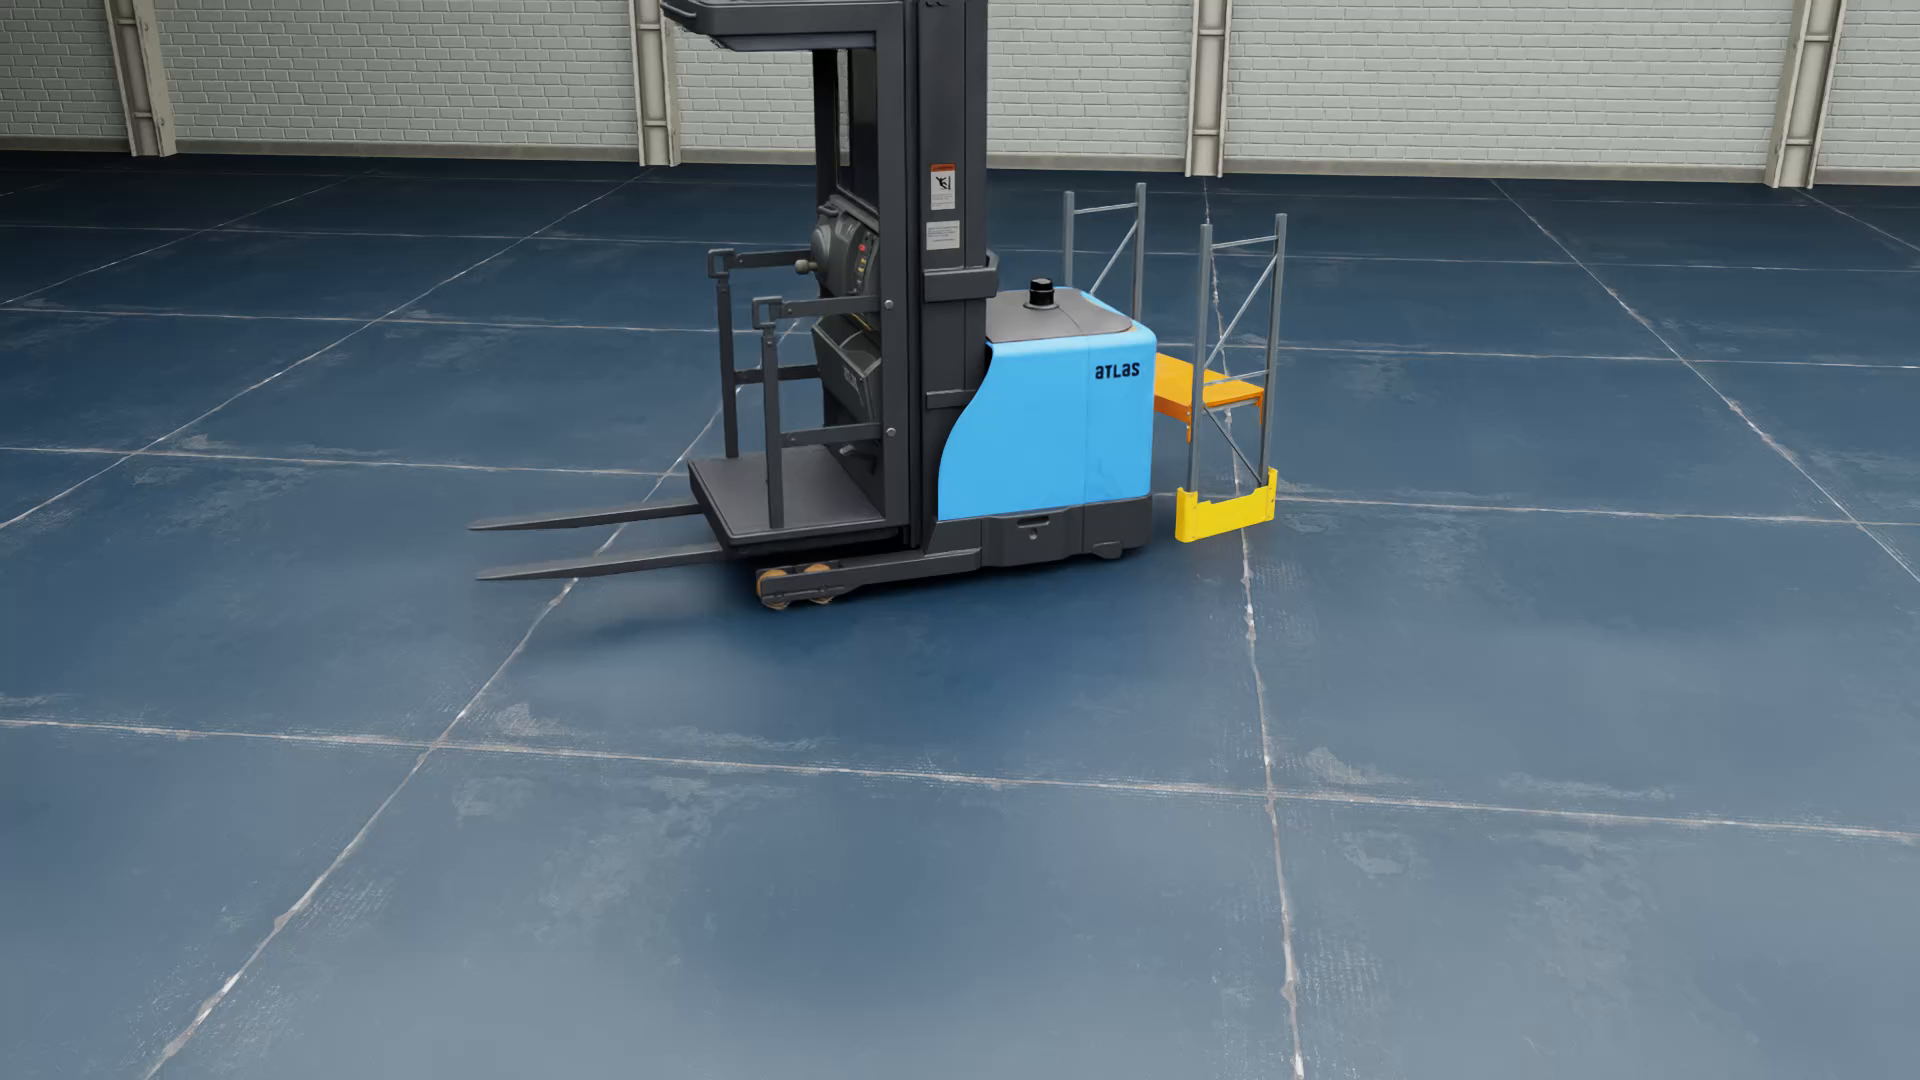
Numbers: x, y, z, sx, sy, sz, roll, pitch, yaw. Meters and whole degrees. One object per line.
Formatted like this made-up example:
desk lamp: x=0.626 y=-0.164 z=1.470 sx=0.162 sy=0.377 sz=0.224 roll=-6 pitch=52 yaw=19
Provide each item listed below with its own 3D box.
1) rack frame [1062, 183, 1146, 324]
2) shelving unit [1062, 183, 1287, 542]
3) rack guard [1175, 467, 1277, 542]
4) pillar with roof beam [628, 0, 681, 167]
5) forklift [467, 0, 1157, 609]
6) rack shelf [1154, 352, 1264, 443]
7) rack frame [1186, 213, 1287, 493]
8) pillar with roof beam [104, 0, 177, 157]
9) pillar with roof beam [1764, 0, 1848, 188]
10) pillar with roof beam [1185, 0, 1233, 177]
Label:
rack frame: x=0.729 y=-1.067 z=8.598 sx=0.500 sy=1.500 sz=0.032 roll=-14 pitch=25 yaw=-31
shelving unit: x=1.015 y=-0.908 z=8.197 sx=0.587 sy=1.500 sz=1.083 roll=-14 pitch=25 yaw=-31
rack guard: x=1.289 y=-0.174 z=8.040 sx=0.587 sy=0.250 sz=0.087 roll=-14 pitch=25 yaw=-31
pillar with roof beam: x=-3.845 y=-6.808 z=12.919 sx=0.400 sy=9.000 sz=9.100 roll=2 pitch=22 yaw=6
forklift: x=-0.685 y=-1.284 z=7.200 sx=3.031 sy=2.935 sz=1.130 roll=-7 pitch=23 yaw=-17
rack shelf: x=1.010 y=-0.744 z=8.270 sx=0.538 sy=0.185 sz=1.000 roll=-14 pitch=25 yaw=-31
rack frame: x=1.290 y=-0.755 z=7.809 sx=0.500 sy=1.500 sz=0.032 roll=-14 pitch=25 yaw=-31
pillar with roof beam: x=-9.803 y=-7.067 z=13.576 sx=0.400 sy=9.000 sz=9.100 roll=2 pitch=22 yaw=6
pillar with roof beam: x=8.072 y=-6.288 z=11.606 sx=0.400 sy=9.000 sz=9.100 roll=2 pitch=22 yaw=6
pillar with roof beam: x=2.113 y=-6.548 z=12.263 sx=0.400 sy=9.000 sz=9.100 roll=2 pitch=22 yaw=6
